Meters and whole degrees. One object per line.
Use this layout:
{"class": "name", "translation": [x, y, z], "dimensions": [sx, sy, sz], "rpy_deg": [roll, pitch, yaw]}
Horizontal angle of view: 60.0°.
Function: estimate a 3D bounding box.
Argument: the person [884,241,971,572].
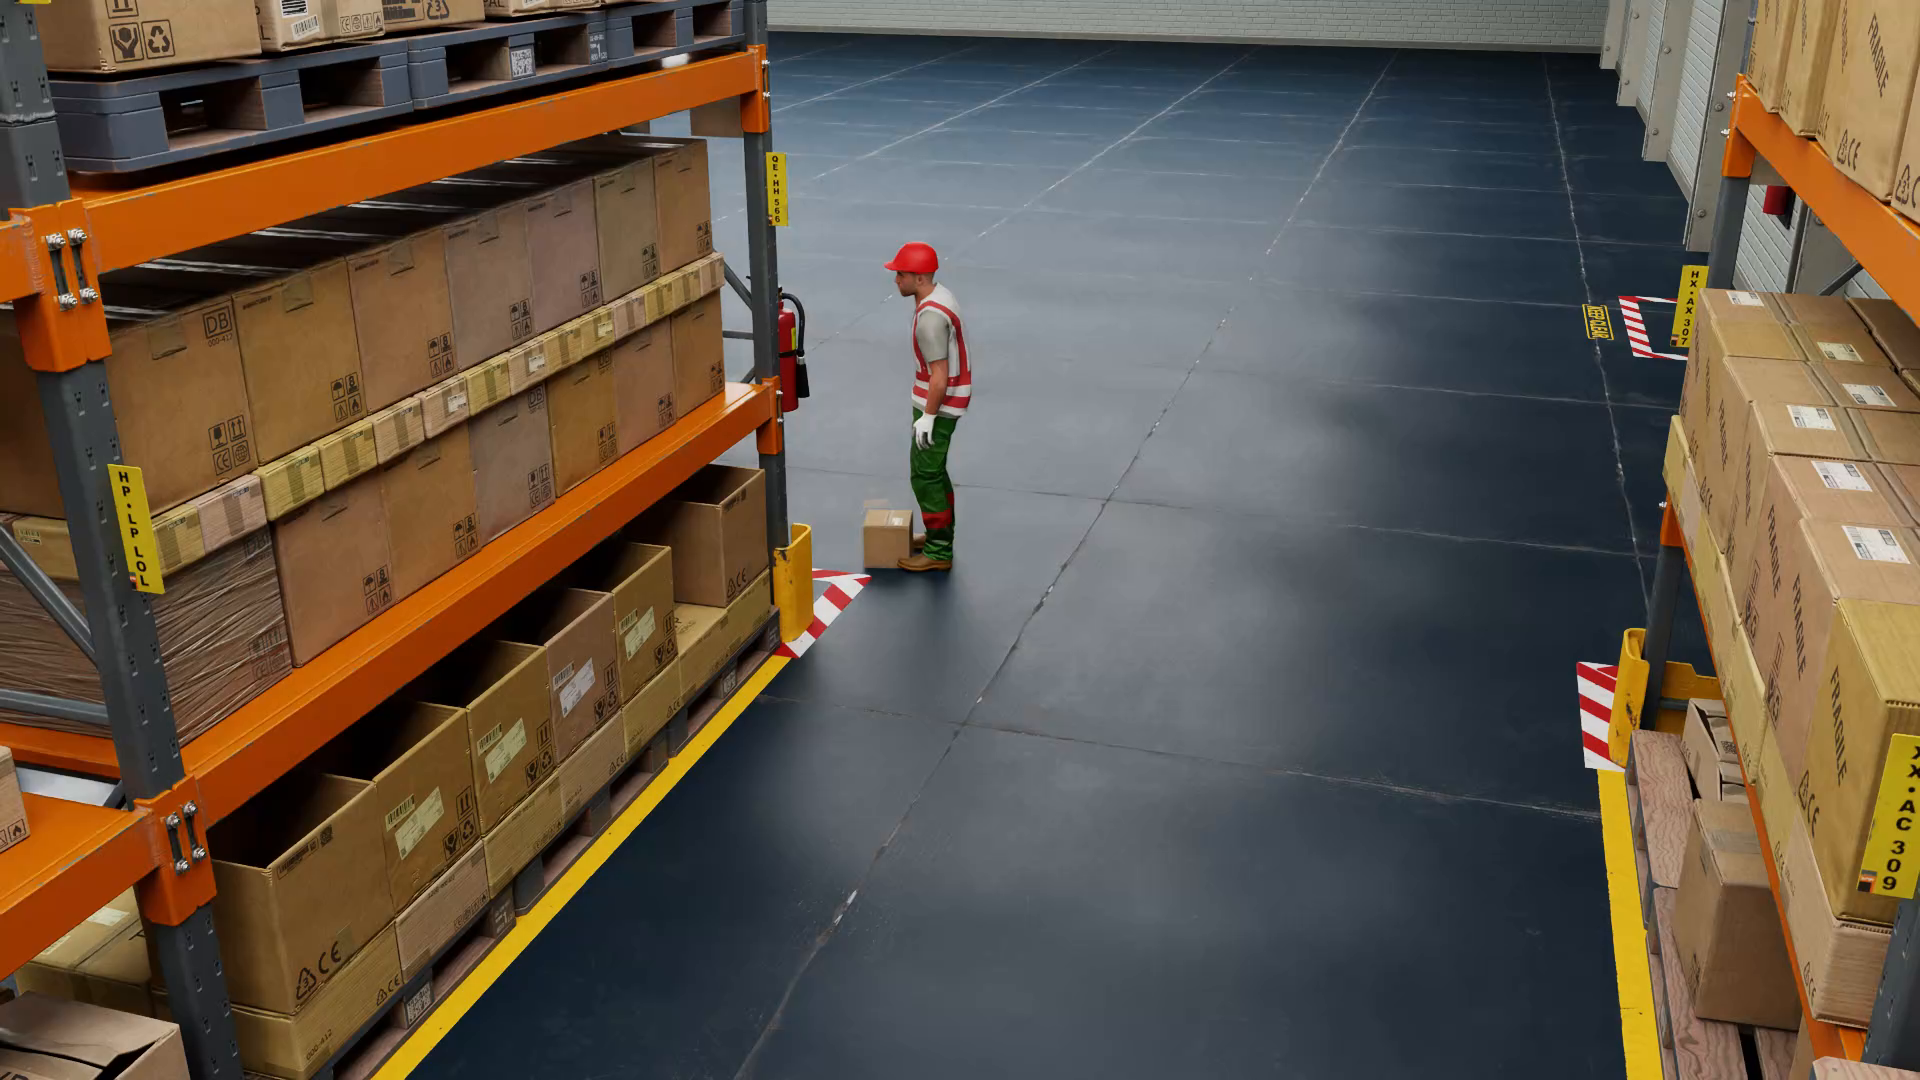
{"class": "person", "translation": [-0.165, -0.707, 8.843], "dimensions": [0.452, 1.778, 0.614], "rpy_deg": [0, 22, 1]}
